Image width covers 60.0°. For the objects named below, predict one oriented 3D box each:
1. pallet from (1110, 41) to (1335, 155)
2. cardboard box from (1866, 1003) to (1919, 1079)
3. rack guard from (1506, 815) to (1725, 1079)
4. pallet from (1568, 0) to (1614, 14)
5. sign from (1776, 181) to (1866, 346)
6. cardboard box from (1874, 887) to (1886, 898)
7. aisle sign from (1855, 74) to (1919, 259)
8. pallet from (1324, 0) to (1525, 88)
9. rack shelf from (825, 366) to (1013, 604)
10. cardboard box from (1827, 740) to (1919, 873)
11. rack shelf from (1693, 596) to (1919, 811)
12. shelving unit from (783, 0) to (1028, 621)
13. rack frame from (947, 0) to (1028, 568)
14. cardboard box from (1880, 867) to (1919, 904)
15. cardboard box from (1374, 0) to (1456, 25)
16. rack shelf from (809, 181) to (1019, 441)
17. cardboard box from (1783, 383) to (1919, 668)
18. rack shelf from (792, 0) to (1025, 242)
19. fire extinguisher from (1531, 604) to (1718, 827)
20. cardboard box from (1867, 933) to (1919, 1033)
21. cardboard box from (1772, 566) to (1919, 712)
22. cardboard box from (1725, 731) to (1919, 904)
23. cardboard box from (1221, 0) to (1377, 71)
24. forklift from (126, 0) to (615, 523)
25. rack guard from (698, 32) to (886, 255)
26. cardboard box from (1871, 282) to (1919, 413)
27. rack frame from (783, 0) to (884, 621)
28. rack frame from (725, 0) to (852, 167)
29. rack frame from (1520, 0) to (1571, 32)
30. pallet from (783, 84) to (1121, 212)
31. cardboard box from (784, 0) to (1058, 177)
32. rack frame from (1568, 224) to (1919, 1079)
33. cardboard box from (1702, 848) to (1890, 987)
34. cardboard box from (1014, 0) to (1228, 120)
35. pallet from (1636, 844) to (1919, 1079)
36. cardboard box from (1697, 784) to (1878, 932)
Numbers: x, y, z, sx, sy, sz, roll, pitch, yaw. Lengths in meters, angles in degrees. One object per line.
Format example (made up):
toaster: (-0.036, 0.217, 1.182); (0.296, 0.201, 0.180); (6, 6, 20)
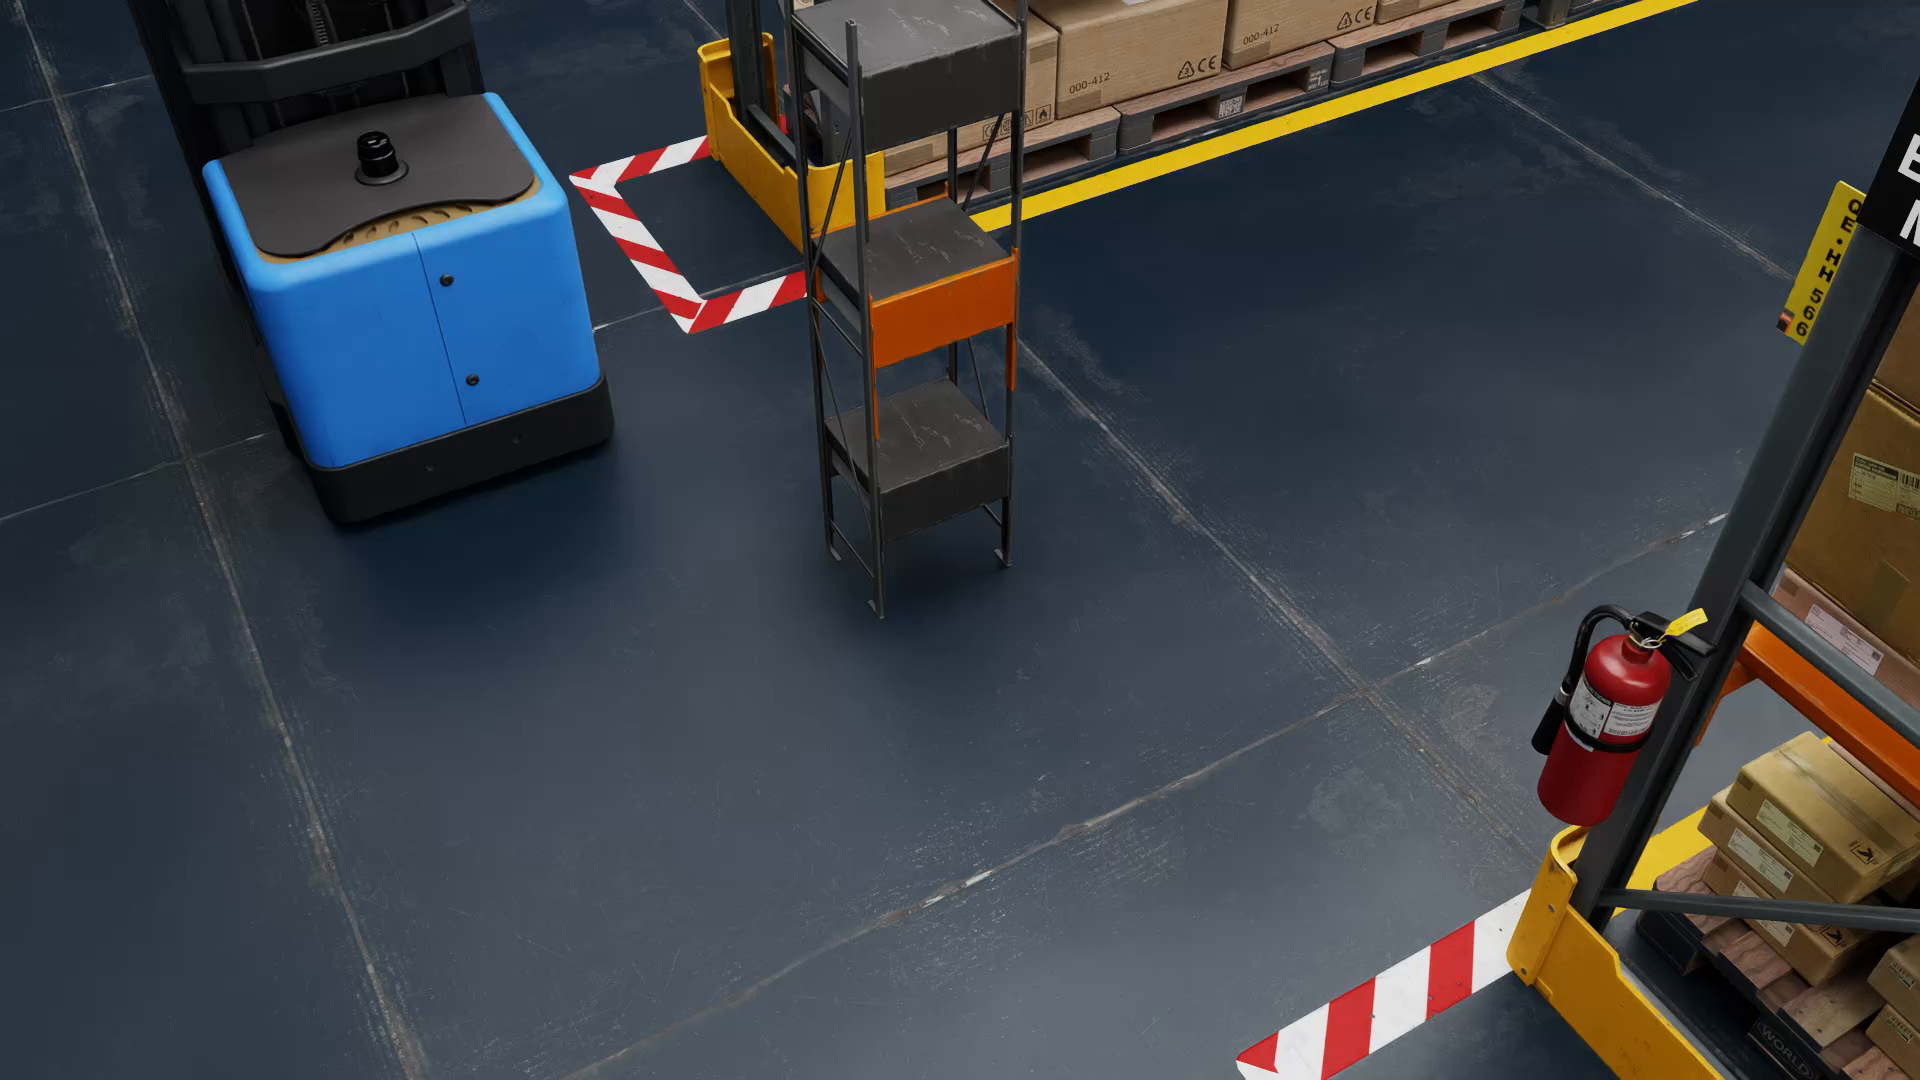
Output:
pallet: (1.008, -2.322, 7.991); (1.213, 0.211, 1.003); (-22, 48, -21)
cardboard box: (2.465, 1.261, 4.043); (0.250, 0.149, 0.380); (-21, 48, -20)
rack guard: (1.917, 1.247, 4.106); (0.348, 0.500, 1.175); (-22, 48, -21)
pallet: (3.397, -3.278, 8.976); (1.213, 0.211, 1.003); (-22, 48, -21)
sign: (1.592, -0.494, 3.047); (0.005, 0.325, 0.100); (-22, 48, -21)
cardboard box: (2.376, 0.790, 4.528); (0.250, 0.149, 0.380); (-20, 48, -20)
aisle sign: (1.638, -0.712, 2.463); (0.004, 0.787, 0.394); (-22, 48, -21)
pallet: (2.067, -2.748, 8.430); (1.213, 0.211, 1.003); (-22, 48, -21)
rack shelf: (-0.144, -0.184, 5.457); (0.480, 0.518, 0.431); (-22, 48, -21)
cardboard box: (2.430, 0.646, 4.249); (0.250, 0.149, 0.380); (-21, 48, -20)
rack shelf: (3.585, -0.059, 4.174); (4.000, 0.370, 1.077); (-22, 48, -21)
shelving unit: (-0.144, -0.696, 4.960); (0.503, 2.100, 0.431); (-22, 48, -21)
rack frame: (0.068, -0.781, 5.047); (0.015, 2.100, 0.400); (-22, 48, -21)
cardboard box: (2.420, 0.729, 4.377); (0.250, 0.149, 0.380); (-23, 49, -22)
cardboard box: (2.168, -3.043, 8.270); (0.875, 0.438, 0.875); (-22, 48, -21)
rack shelf: (-0.144, -0.686, 4.969); (0.480, 0.518, 0.431); (-22, 48, -21)
cardboard box: (2.113, -0.077, 3.390); (0.500, 0.500, 0.500); (-21, 48, -20)
rack shelf: (-0.144, -1.189, 4.482); (0.480, 0.518, 0.431); (-22, 48, -21)
fire extinguisher: (1.403, 0.347, 3.562); (0.183, 0.674, 0.296); (-22, 48, -21)
cardboard box: (2.433, 1.116, 3.979); (0.250, 0.149, 0.380); (-20, 48, -19)
cardboard box: (1.993, 0.183, 3.588); (0.250, 0.149, 0.380); (-22, 48, -21)
cardboard box: (2.184, 0.699, 4.194); (0.250, 0.149, 0.380); (-21, 48, -20)
cardboard box: (1.392, -2.732, 7.950); (0.875, 0.438, 0.875); (-23, 49, -22)
forklift: (-2.408, -2.133, 5.843); (1.130, 2.935, 3.031); (-21, 48, -20)
rack guard: (-0.723, -1.672, 7.114); (0.348, 0.500, 1.175); (-22, 48, -21)
cardboard box: (2.124, -0.434, 3.040); (0.500, 0.500, 0.500); (-23, 49, -22)
rack frame: (-0.355, -0.611, 4.872); (0.015, 2.100, 0.400); (-22, 48, -21)
rack frame: (-0.703, -2.577, 6.252); (0.127, 3.000, 1.000); (-22, 48, -21)
rack frame: (2.766, -3.965, 7.682); (0.127, 3.000, 1.000); (-22, 48, -21)
pallet: (-0.048, -1.901, 7.558); (1.213, 0.211, 1.003); (-22, 48, -21)
cardboard box: (-0.180, -2.098, 7.296); (0.875, 0.438, 0.875); (-23, 49, -22)
rack frame: (1.851, 0.377, 3.208); (0.127, 3.000, 1.000); (-22, 48, -21)
cardboard box: (2.204, 0.940, 4.373); (0.250, 0.149, 0.380); (-21, 48, -20)
cardboard box: (0.609, -2.421, 7.629); (0.875, 0.438, 0.875); (-21, 48, -20)
pallet: (2.639, 1.090, 4.475); (1.213, 0.211, 1.003); (-22, 48, -21)
cardboard box: (2.167, 0.787, 4.317); (0.250, 0.149, 0.380); (-23, 49, -22)
